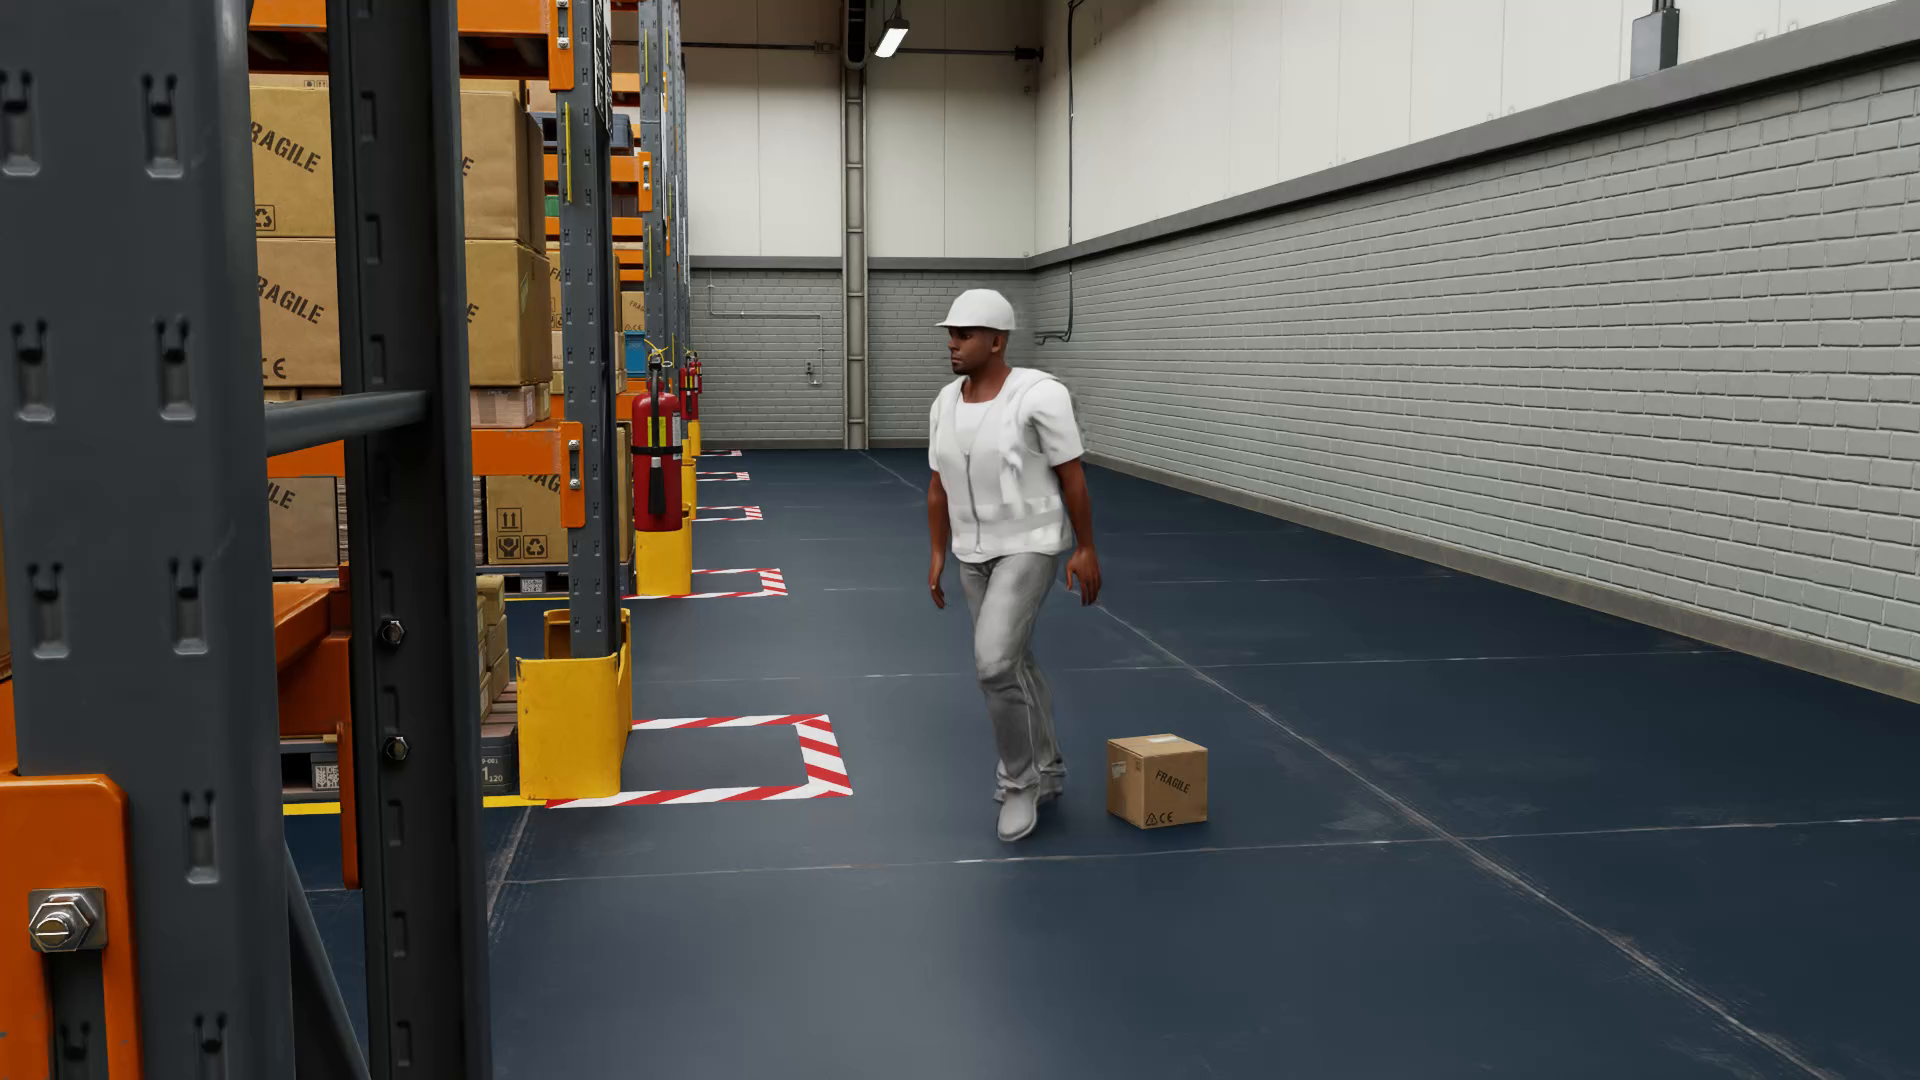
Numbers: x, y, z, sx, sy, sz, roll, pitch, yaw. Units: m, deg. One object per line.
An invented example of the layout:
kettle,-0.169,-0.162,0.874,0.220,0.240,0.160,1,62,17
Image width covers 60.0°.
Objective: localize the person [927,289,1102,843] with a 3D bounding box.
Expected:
person,0.161,0.060,5.562,0.560,1.774,0.607,-6,9,-44
